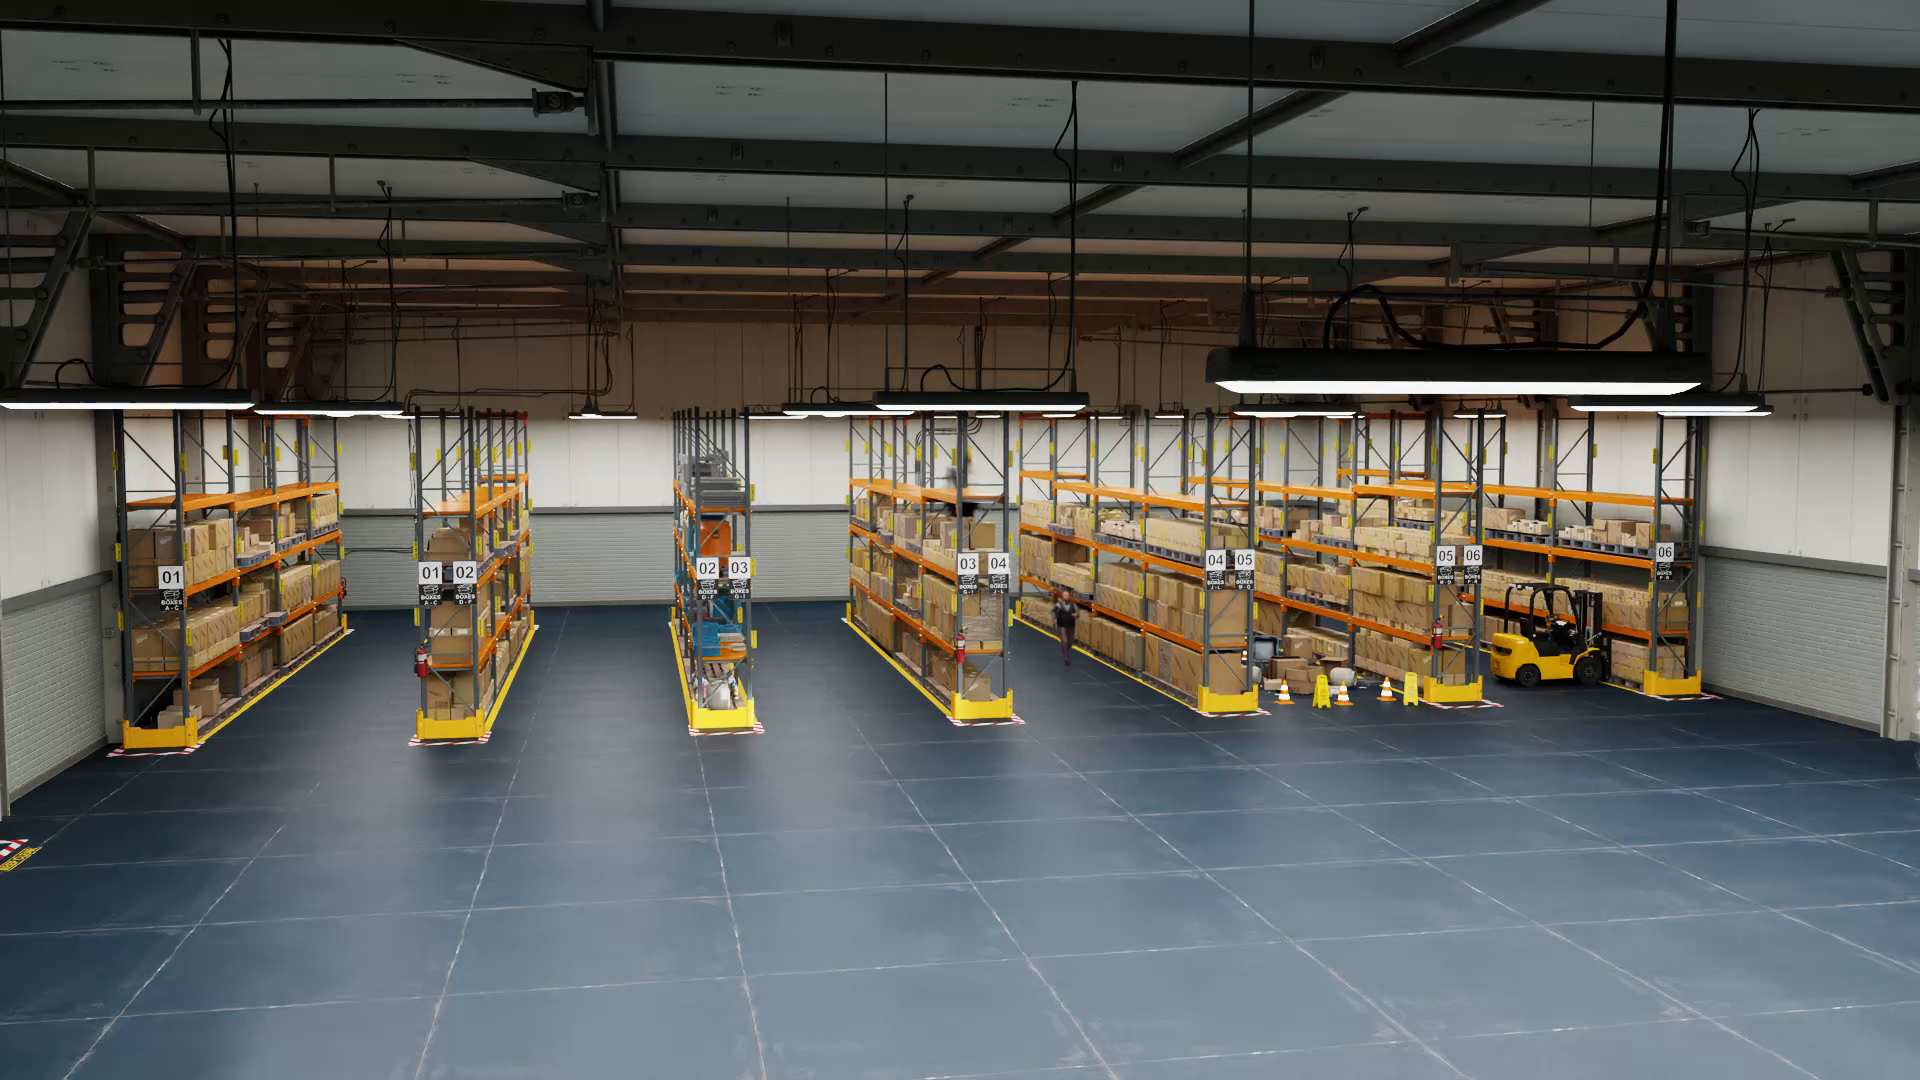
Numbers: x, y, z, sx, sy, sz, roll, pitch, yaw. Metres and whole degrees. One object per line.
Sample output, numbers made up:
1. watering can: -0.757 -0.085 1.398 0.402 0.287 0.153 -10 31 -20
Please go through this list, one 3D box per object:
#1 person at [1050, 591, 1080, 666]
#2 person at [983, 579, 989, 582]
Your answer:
1. person: 2.497 2.061 39.101 0.656 1.705 0.970 -1 4 -14
2. person: 0.622 1.398 48.606 0.710 1.762 0.889 3 5 36
